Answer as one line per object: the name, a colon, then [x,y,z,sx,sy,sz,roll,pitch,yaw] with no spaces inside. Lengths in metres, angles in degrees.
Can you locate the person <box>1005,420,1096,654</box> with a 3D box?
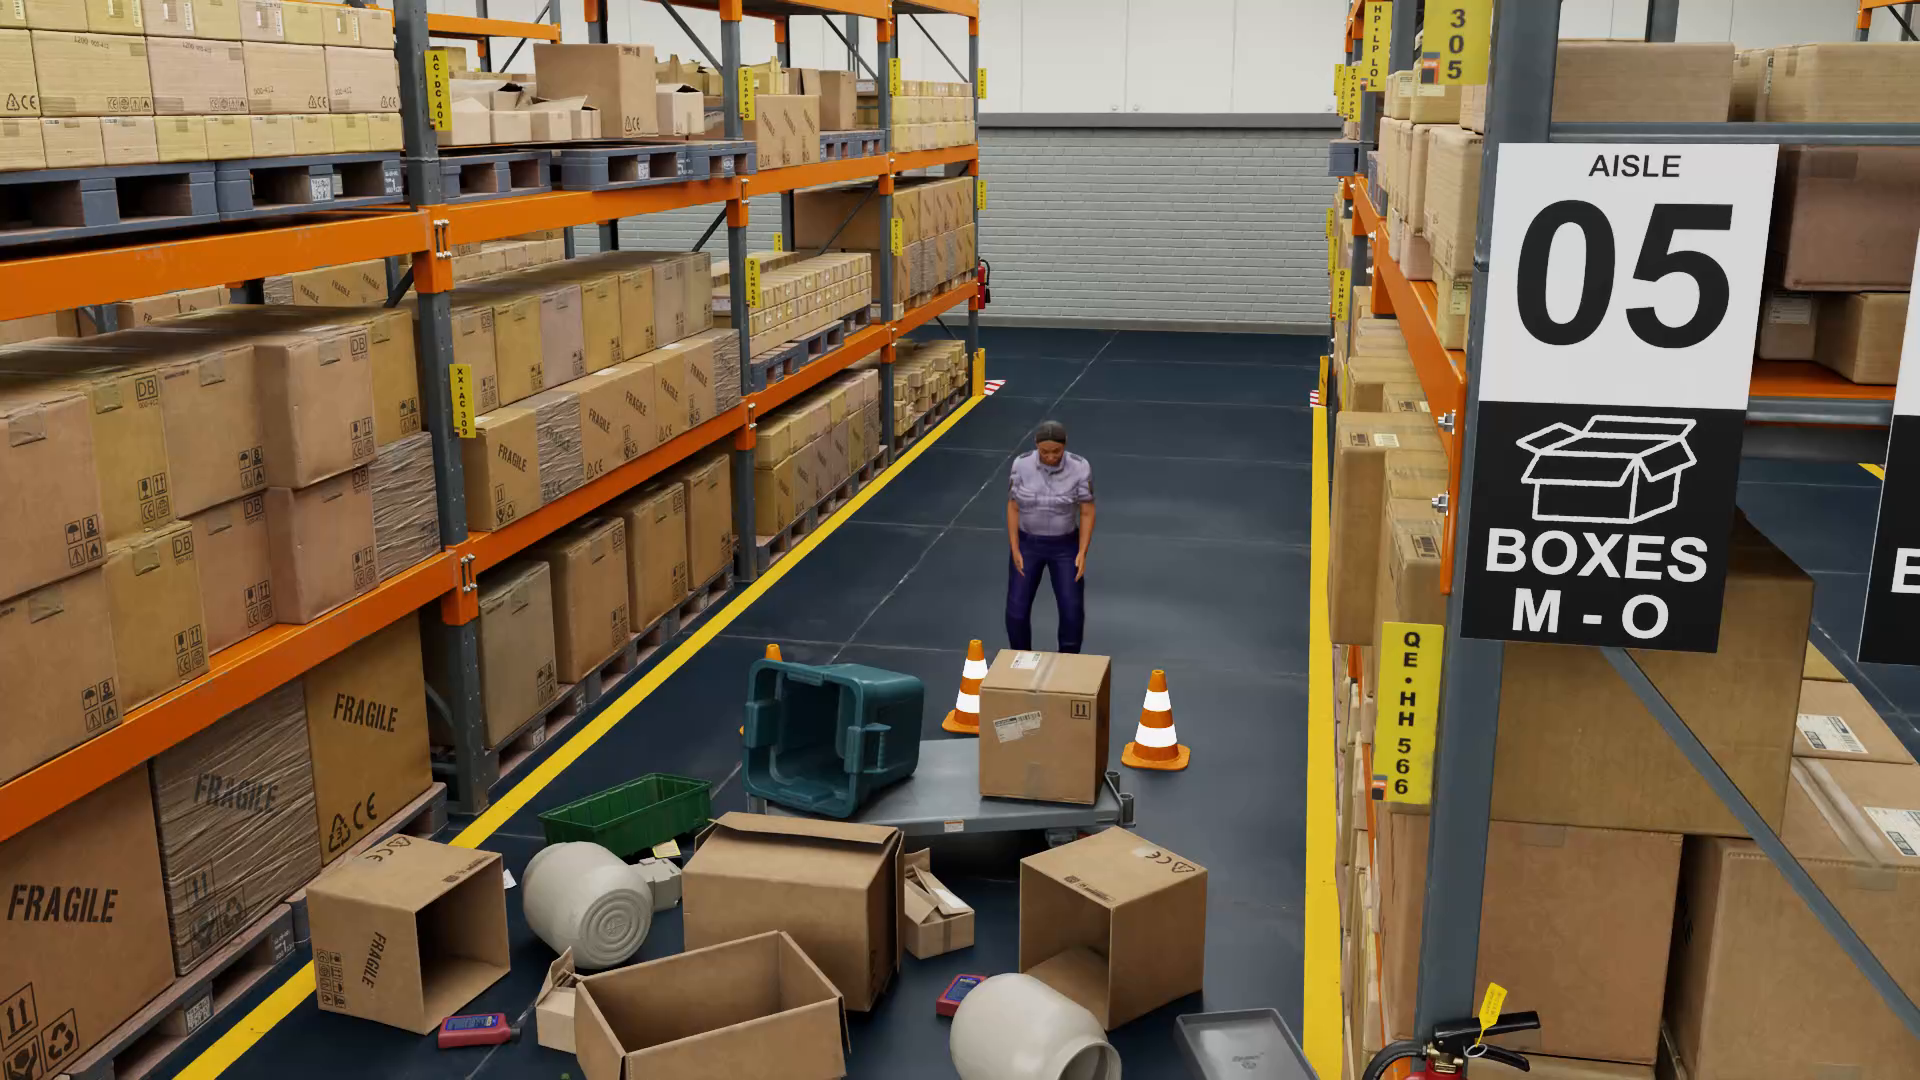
person: [0.512,0.086,9.364,0.504,1.587,0.425,2,15,9]
